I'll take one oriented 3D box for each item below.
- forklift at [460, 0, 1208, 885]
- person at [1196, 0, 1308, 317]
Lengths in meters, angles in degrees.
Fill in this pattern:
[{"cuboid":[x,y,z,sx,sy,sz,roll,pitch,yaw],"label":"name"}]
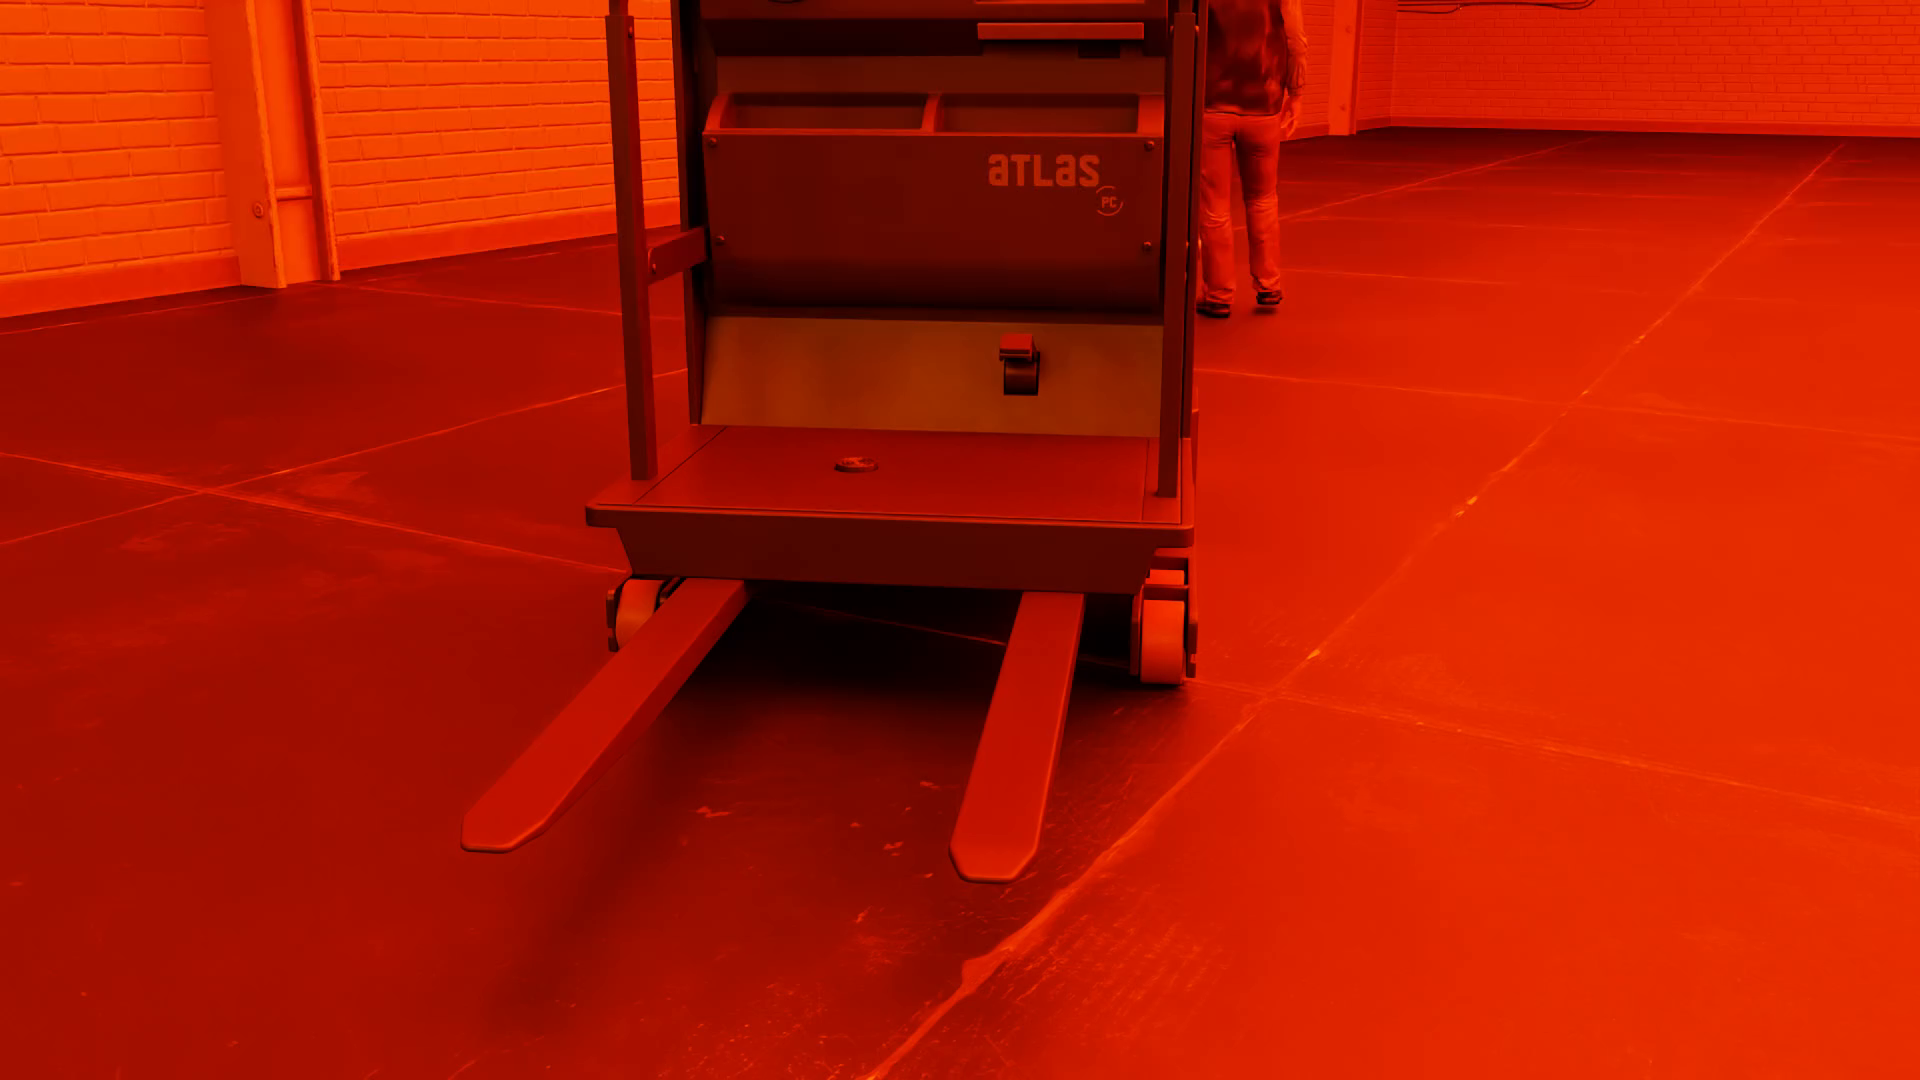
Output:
[{"cuboid":[-0.078,-1.236,3.048,1.130,2.935,3.031,2,17,7],"label":"forklift"},{"cuboid":[1.179,-1.848,7.251,0.636,1.721,0.576,0,16,-2],"label":"person"}]
